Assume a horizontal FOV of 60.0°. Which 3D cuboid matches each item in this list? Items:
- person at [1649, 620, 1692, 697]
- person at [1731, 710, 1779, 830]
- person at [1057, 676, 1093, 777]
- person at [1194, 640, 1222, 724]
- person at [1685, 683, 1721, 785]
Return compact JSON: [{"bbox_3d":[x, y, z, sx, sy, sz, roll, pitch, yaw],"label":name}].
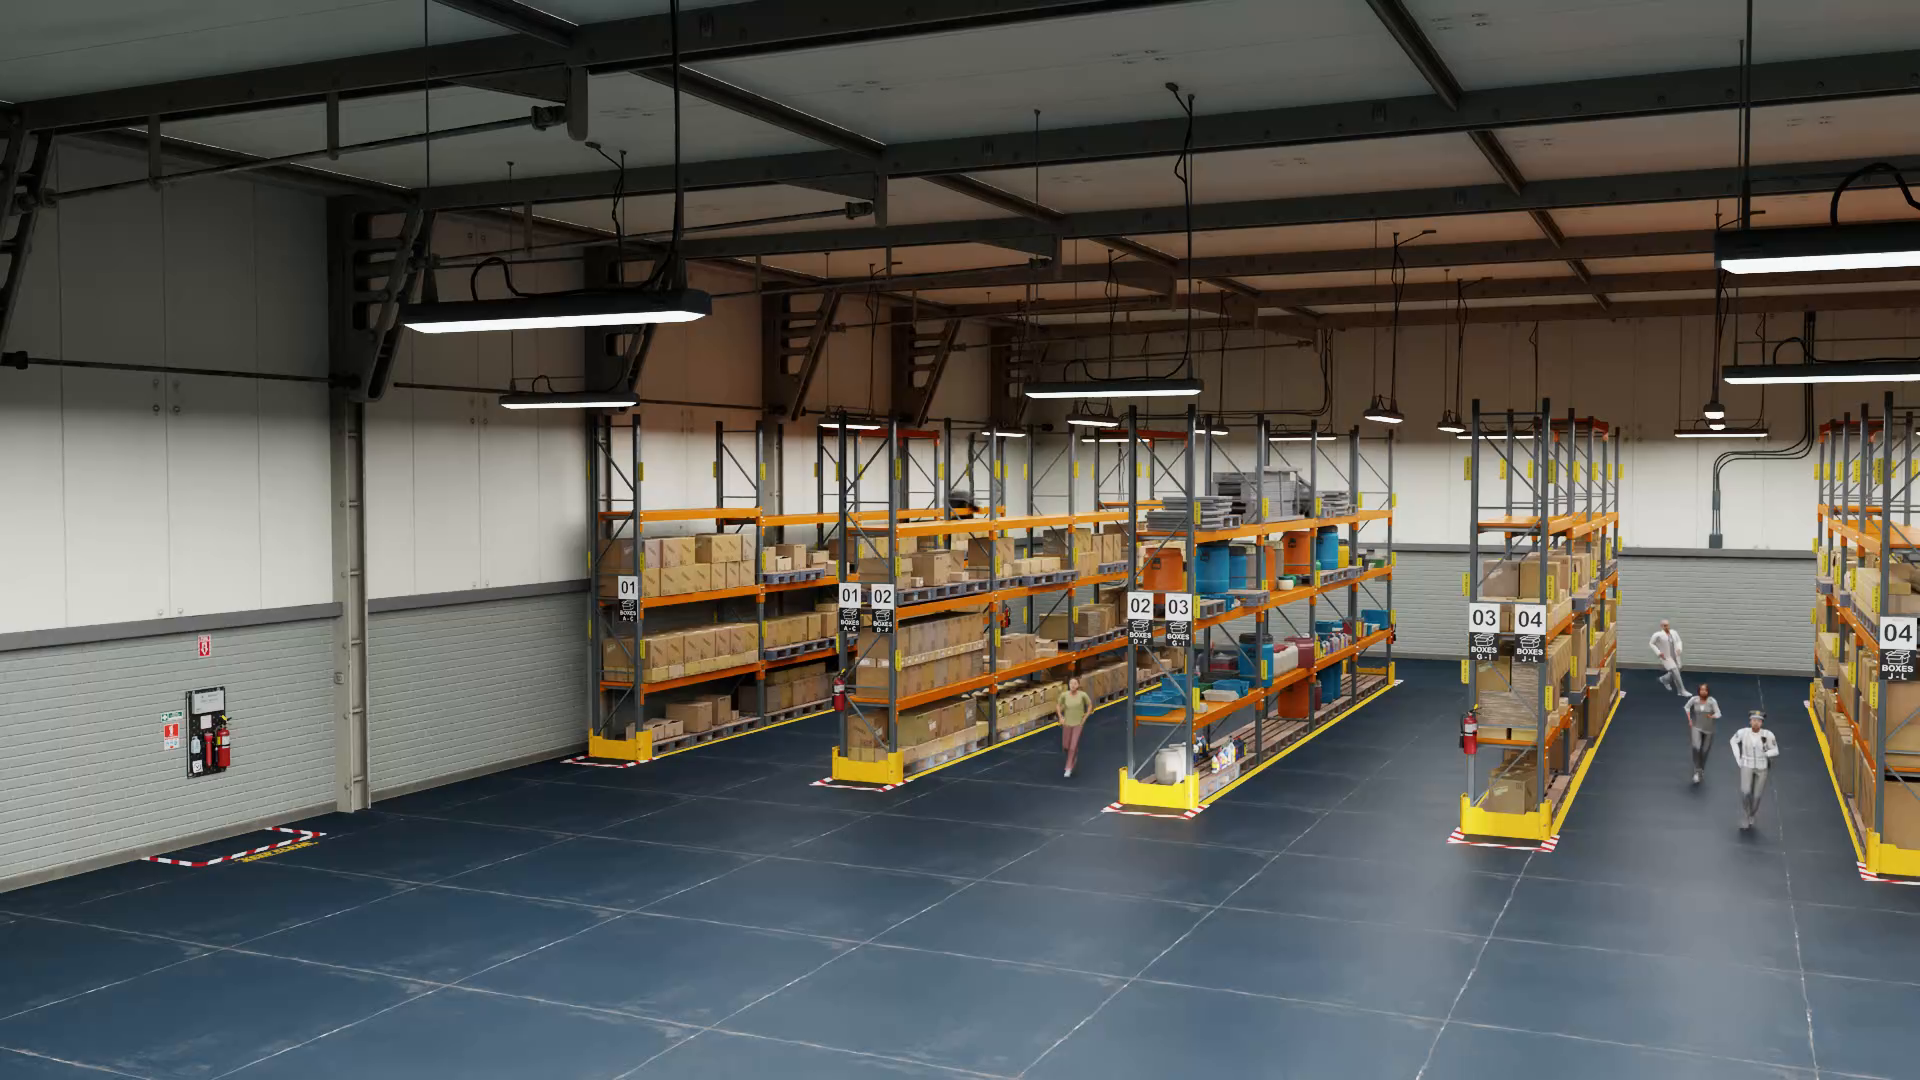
[{"bbox_3d":[15.777,2.625,37.146,0.756,1.693,0.931,-1,2,-14],"label":"person"},{"bbox_3d":[11.112,3.205,23.256,0.601,1.683,0.703,1,3,22],"label":"person"},{"bbox_3d":[1.895,3.063,27.530,0.602,1.639,0.682,0,2,11],"label":"person"},{"bbox_3d":[4.964,2.817,32.967,0.701,1.682,0.584,1,3,23],"label":"person"},{"bbox_3d":[11.984,3.110,26.830,0.516,1.624,0.754,1,2,18],"label":"person"}]
